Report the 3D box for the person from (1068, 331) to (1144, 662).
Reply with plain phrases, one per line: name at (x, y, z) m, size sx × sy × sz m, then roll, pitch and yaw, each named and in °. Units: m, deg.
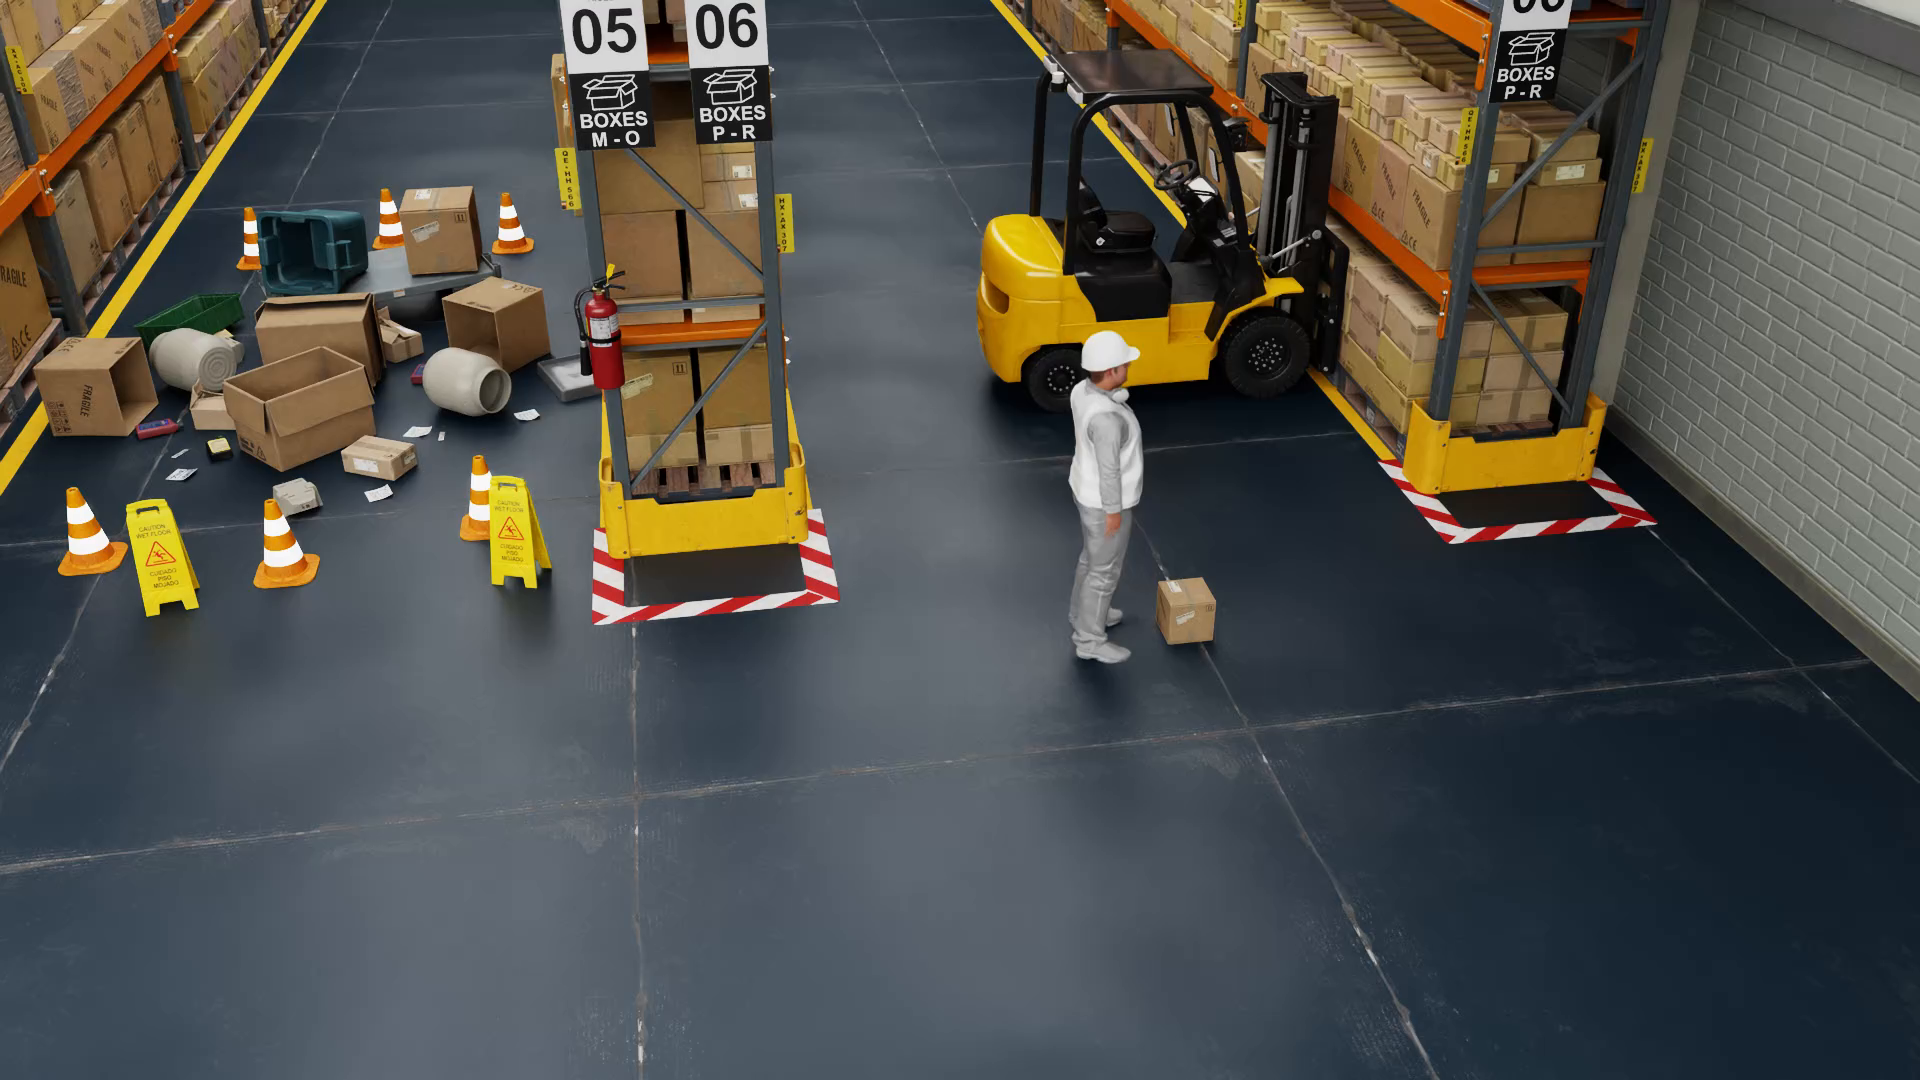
person at (0.744, -0.236, 8.534) m, size 0.356 × 1.792 × 0.544 m, roll -4°, pitch 31°, yaw -8°
